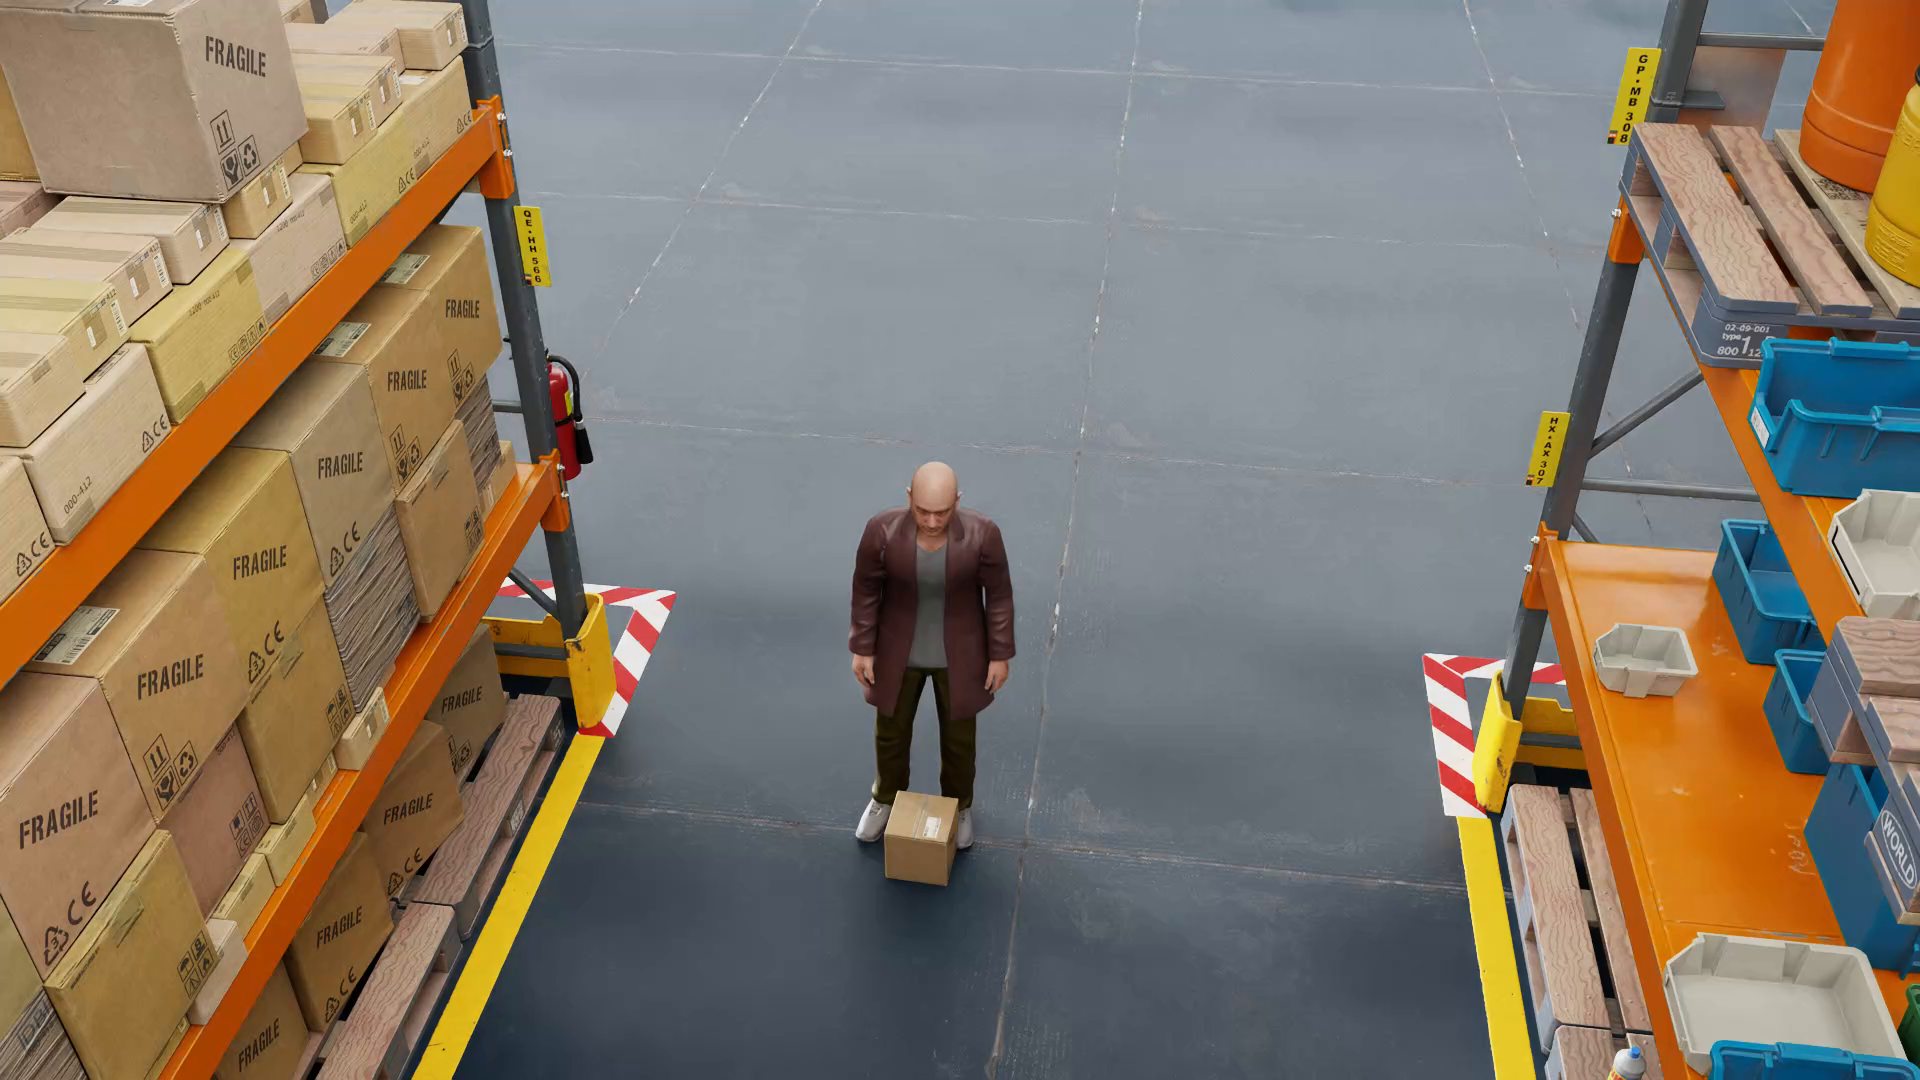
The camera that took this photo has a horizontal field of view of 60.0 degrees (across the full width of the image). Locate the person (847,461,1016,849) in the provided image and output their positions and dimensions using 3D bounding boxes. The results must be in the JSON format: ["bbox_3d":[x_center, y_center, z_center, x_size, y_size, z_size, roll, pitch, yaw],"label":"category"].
[{"bbox_3d":[-0.109,0.436,6.447,0.654,1.774,0.422,2,36,3],"label":"person"}]
